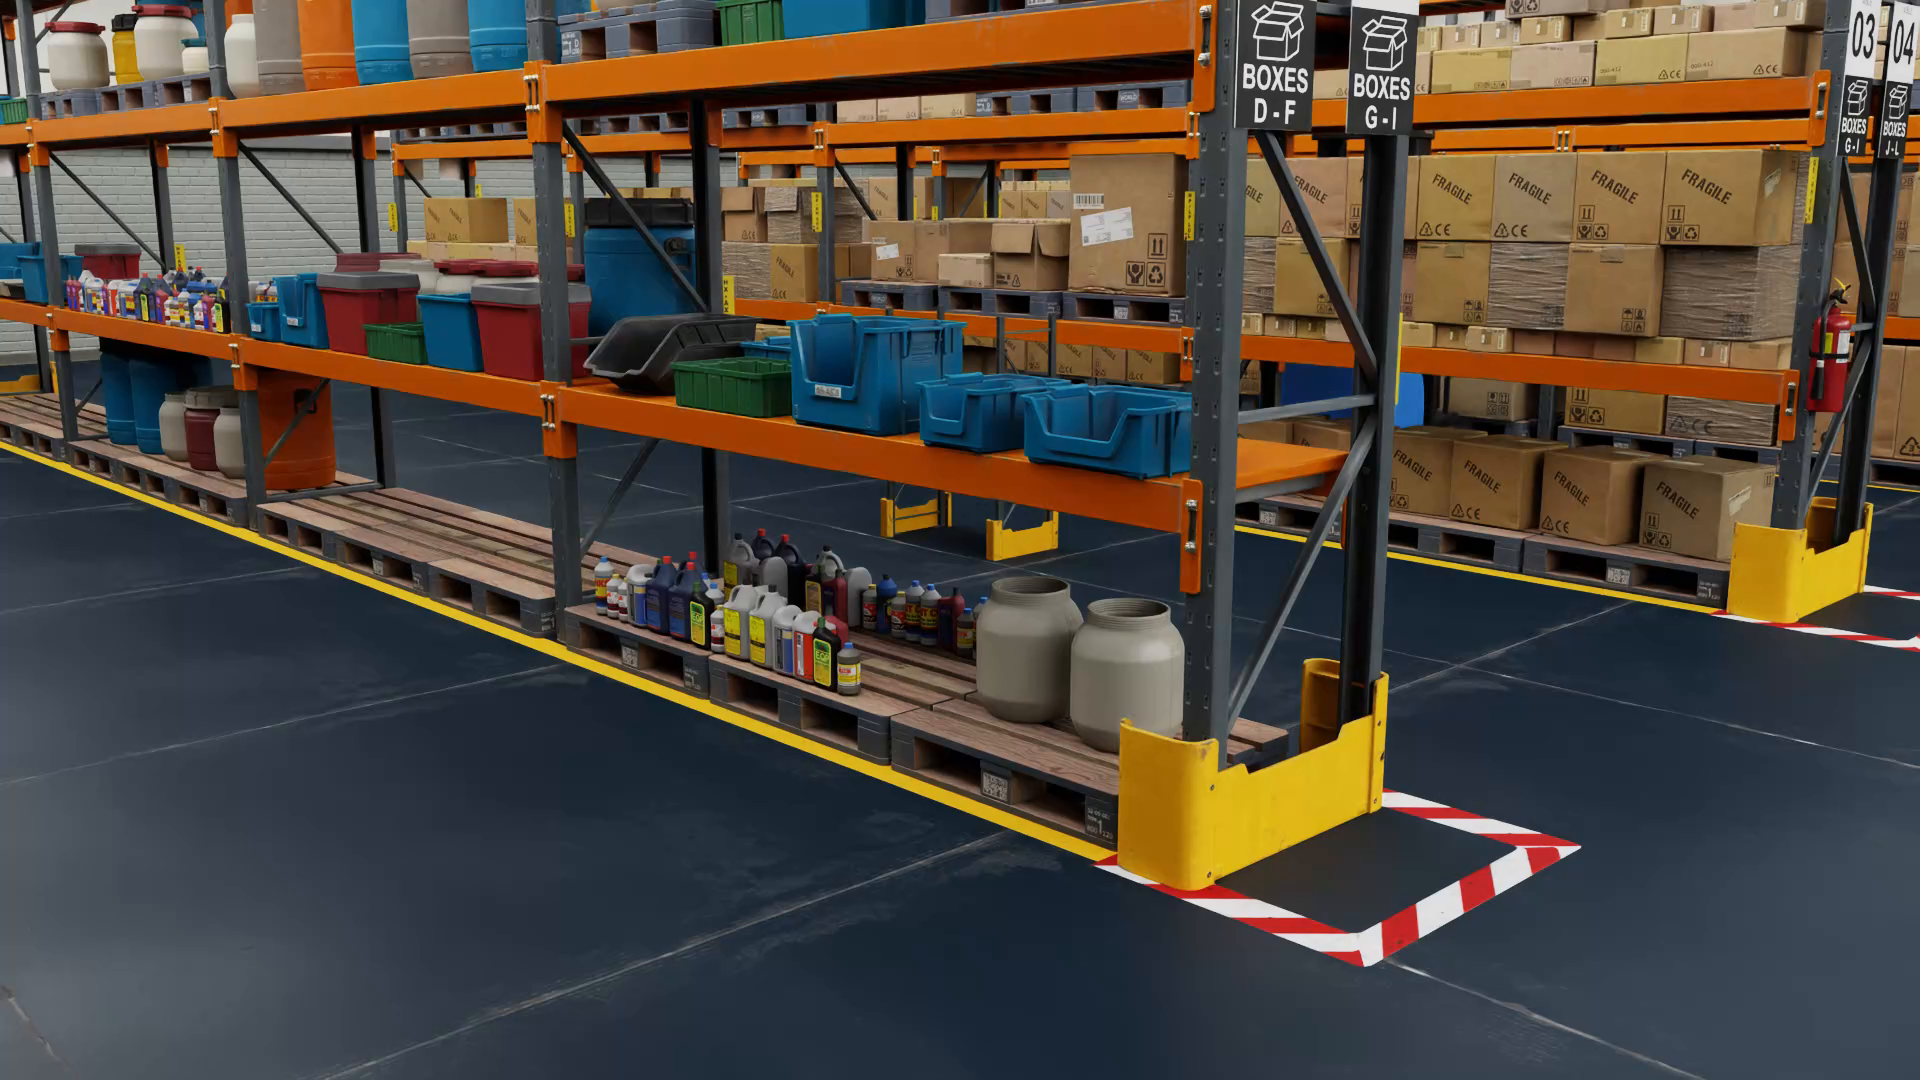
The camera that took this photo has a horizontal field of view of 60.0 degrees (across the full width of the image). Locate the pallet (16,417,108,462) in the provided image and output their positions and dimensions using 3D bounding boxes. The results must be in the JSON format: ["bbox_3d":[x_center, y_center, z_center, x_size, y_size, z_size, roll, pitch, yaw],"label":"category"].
[{"bbox_3d":[-7.692,-0.915,14.831,1.003,0.211,1.213,-11,16,-43],"label":"pallet"}]

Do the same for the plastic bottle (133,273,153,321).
[{"bbox_3d":[-6.070,-1.813,12.401,0.144,0.351,0.185,-11,16,-43],"label":"plastic bottle"}]

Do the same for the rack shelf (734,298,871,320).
[{"bbox_3d":[-2.192,-2.225,16.061,1.077,0.370,4.000,-11,16,-43],"label":"rack shelf"}]

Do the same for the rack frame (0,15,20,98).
[{"bbox_3d":[-9.918,-5.701,16.283,1.000,3.000,0.127,-11,16,-43],"label":"rack frame"}]

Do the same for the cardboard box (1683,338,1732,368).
[{"bbox_3d":[4.195,-1.044,9.170,0.380,0.149,0.250,-11,16,-43],"label":"cardboard box"}]

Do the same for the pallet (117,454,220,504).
[{"bbox_3d":[-5.806,-0.517,12.897,1.003,0.211,1.213,-11,16,-43],"label":"pallet"}]

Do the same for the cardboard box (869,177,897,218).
[{"bbox_3d":[-0.798,-4.336,21.060,0.500,0.500,0.500,11,16,43],"label":"cardboard box"}]

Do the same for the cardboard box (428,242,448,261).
[{"bbox_3d":[-5.836,-3.343,19.338,0.500,0.250,0.500,-11,16,-43],"label":"cardboard box"}]

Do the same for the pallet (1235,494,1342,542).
[{"bbox_3d":[2.440,-0.243,11.568,1.003,0.211,1.213,-11,16,-43],"label":"pallet"}]

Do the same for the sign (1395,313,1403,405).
[{"bbox_3d":[1.532,-0.640,5.896,0.100,0.325,0.005,-11,16,-43],"label":"sign"}]

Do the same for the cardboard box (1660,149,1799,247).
[{"bbox_3d":[4.155,-1.848,8.986,0.500,0.500,0.500,-11,16,-43],"label":"cardboard box"}]

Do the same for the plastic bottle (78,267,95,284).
[{"bbox_3d":[-7.119,-2.053,13.563,0.144,0.351,0.185,-11,16,-43],"label":"plastic bottle"}]

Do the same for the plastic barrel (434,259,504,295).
[{"bbox_3d":[-2.939,-1.419,10.027,0.433,0.535,0.433,0,12,0],"label":"plastic barrel"}]

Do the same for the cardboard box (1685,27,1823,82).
[{"bbox_3d":[4.197,-2.549,8.787,0.500,0.250,0.500,-10,16,-41],"label":"cardboard box"}]

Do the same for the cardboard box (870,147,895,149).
[{"bbox_3d":[-0.787,-5.050,20.928,0.500,0.250,0.500,-11,16,-43],"label":"cardboard box"}]

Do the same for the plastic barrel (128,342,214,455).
[{"bbox_3d":[-6.303,-1.172,13.326,0.600,0.901,0.708,-11,16,-43],"label":"plastic barrel"}]

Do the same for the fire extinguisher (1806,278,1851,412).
[{"bbox_3d":[4.459,-0.999,8.520,0.296,0.674,0.183,-11,16,-43],"label":"fire extinguisher"}]

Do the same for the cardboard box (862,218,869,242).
[{"bbox_3d":[-1.155,-3.920,21.522,0.500,0.500,0.500,-11,16,-43],"label":"cardboard box"}]

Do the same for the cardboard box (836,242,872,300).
[{"bbox_3d":[-0.950,-2.443,15.090,0.500,0.500,0.500,-10,15,-41],"label":"cardboard box"}]

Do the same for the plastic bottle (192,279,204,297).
[{"bbox_3d":[-6.034,-1.937,13.199,0.097,0.271,0.097,0,12,0],"label":"plastic bottle"}]

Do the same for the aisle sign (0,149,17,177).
[{"bbox_3d":[-9.756,-4.088,16.876,0.394,0.787,0.004,-11,16,-43],"label":"aisle sign"}]

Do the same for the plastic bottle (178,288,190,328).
[{"bbox_3d":[-5.476,-1.642,11.766,0.097,0.271,0.097,0,12,0],"label":"plastic bottle"}]

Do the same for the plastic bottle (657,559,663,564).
[{"bbox_3d":[-1.409,0.239,7.958,0.061,0.283,0.133,-11,16,-43],"label":"plastic bottle"}]

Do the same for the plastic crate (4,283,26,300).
[{"bbox_3d":[-8.123,-2.200,14.688,0.437,0.125,0.590,-11,16,-43],"label":"plastic crate"}]

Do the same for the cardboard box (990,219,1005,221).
[{"bbox_3d":[0.566,-3.684,19.466,0.380,0.149,0.250,-11,16,-43],"label":"cardboard box"}]

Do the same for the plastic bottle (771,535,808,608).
[{"bbox_3d":[-0.845,0.152,8.214,0.185,0.351,0.144,11,16,42],"label":"plastic bottle"}]

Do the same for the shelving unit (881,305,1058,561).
[{"bbox_3d":[0.053,-0.723,10.706,0.587,1.500,1.083,-11,16,-43],"label":"shelving unit"}]

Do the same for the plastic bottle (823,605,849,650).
[{"bbox_3d":[-0.532,0.425,7.058,0.061,0.283,0.133,-11,16,-43],"label":"plastic bottle"}]

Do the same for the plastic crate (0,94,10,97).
[{"bbox_3d":[-9.062,-3.940,15.324,0.504,0.338,0.767,-11,16,-43],"label":"plastic crate"}]

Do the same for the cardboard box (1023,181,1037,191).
[{"bbox_3d":[1.205,-5.518,25.927,0.380,0.149,0.250,-10,15,-41],"label":"cardboard box"}]

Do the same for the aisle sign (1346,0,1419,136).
[{"bbox_3d":[1.393,-1.731,5.440,0.394,0.787,0.004,-11,16,-43],"label":"aisle sign"}]

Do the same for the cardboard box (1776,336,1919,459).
[{"bbox_3d":[7.245,-1.177,13.418,0.875,0.875,0.875,-11,16,-43],"label":"cardboard box"}]

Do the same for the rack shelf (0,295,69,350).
[{"bbox_3d":[-8.537,-2.119,15.545,1.077,0.370,4.000,-11,16,-43],"label":"rack shelf"}]

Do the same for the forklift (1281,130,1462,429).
[{"bbox_3d":[3.657,-2.184,14.249,1.130,2.935,3.031,7,14,31],"label":"forklift"}]

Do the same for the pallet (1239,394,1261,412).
[{"bbox_3d":[3.336,-1.471,17.527,1.003,0.211,1.213,-11,16,-43],"label":"pallet"}]

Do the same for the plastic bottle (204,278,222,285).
[{"bbox_3d":[-5.956,-1.959,13.296,0.152,0.276,0.135,-11,16,-43],"label":"plastic bottle"}]

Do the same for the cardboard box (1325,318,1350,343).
[{"bbox_3d":[2.560,-1.357,10.688,0.380,0.149,0.250,-11,16,-43],"label":"cardboard box"}]

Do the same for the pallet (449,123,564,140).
[{"bbox_3d":[-4.969,-4.594,18.562,1.003,0.211,1.213,-11,16,-43],"label":"pallet"}]

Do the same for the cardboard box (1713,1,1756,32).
[{"bbox_3d":[4.201,-2.760,8.827,0.250,0.149,0.380,11,16,43],"label":"cardboard box"}]

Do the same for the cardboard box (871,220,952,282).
[{"bbox_3d":[-0.409,-2.467,14.164,0.500,0.500,0.500,9,15,38],"label":"cardboard box"}]

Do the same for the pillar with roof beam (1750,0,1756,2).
[{"bbox_3d":[8.382,-6.633,20.804,9.100,9.000,0.400,-11,16,-43],"label":"pillar with roof beam"}]

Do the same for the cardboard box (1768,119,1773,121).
[{"bbox_3d":[9.005,-4.825,18.796,0.500,0.250,0.500,11,16,44],"label":"cardboard box"}]

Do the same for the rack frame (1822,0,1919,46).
[{"bbox_3d":[4.713,-4.056,8.300,1.000,3.000,0.127,-11,16,-43],"label":"rack frame"}]

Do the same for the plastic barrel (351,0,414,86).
[{"bbox_3d":[-3.043,-2.961,9.175,0.600,0.901,0.708,-11,16,-43],"label":"plastic barrel"}]

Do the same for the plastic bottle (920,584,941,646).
[{"bbox_3d":[-0.132,0.335,7.524,0.097,0.271,0.097,0,12,0],"label":"plastic bottle"}]

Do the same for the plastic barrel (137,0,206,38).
[{"bbox_3d":[-5.867,-3.872,12.554,0.600,0.901,0.708,-11,16,-43],"label":"plastic barrel"}]

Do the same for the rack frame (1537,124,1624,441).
[{"bbox_3d":[5.608,-2.378,15.022,1.000,3.000,0.127,-11,16,-43],"label":"rack frame"}]

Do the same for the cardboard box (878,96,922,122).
[{"bbox_3d":[-0.317,-3.502,13.415,0.500,0.250,0.500,-10,16,-41],"label":"cardboard box"}]

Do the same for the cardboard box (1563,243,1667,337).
[{"bbox_3d":[3.921,-1.453,9.546,0.875,0.500,0.500,-11,16,-43],"label":"cardboard box"}]

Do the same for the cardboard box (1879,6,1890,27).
[{"bbox_3d":[7.015,-3.973,12.688,0.380,0.149,0.250,-11,16,-43],"label":"cardboard box"}]

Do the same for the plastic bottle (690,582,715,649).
[{"bbox_3d":[-1.160,0.336,7.487,0.061,0.283,0.133,-10,15,-40],"label":"plastic bottle"}]

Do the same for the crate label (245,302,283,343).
[{"bbox_3d":[-4.374,-1.400,10.687,0.303,0.233,0.416,-11,16,-43],"label":"crate label"}]

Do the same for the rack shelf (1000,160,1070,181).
[{"bbox_3d":[2.213,-5.659,25.295,1.077,0.370,4.000,-11,16,-43],"label":"rack shelf"}]

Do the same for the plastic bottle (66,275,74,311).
[{"bbox_3d":[-7.211,-2.009,13.519,0.061,0.283,0.133,-11,16,-43],"label":"plastic bottle"}]

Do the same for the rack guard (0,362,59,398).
[{"bbox_3d":[-9.944,-1.540,17.149,1.175,0.500,0.348,-11,16,-43],"label":"rack guard"}]

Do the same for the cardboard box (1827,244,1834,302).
[{"bbox_3d":[6.994,-2.164,13.609,0.875,0.550,0.500,-11,16,-43],"label":"cardboard box"}]
